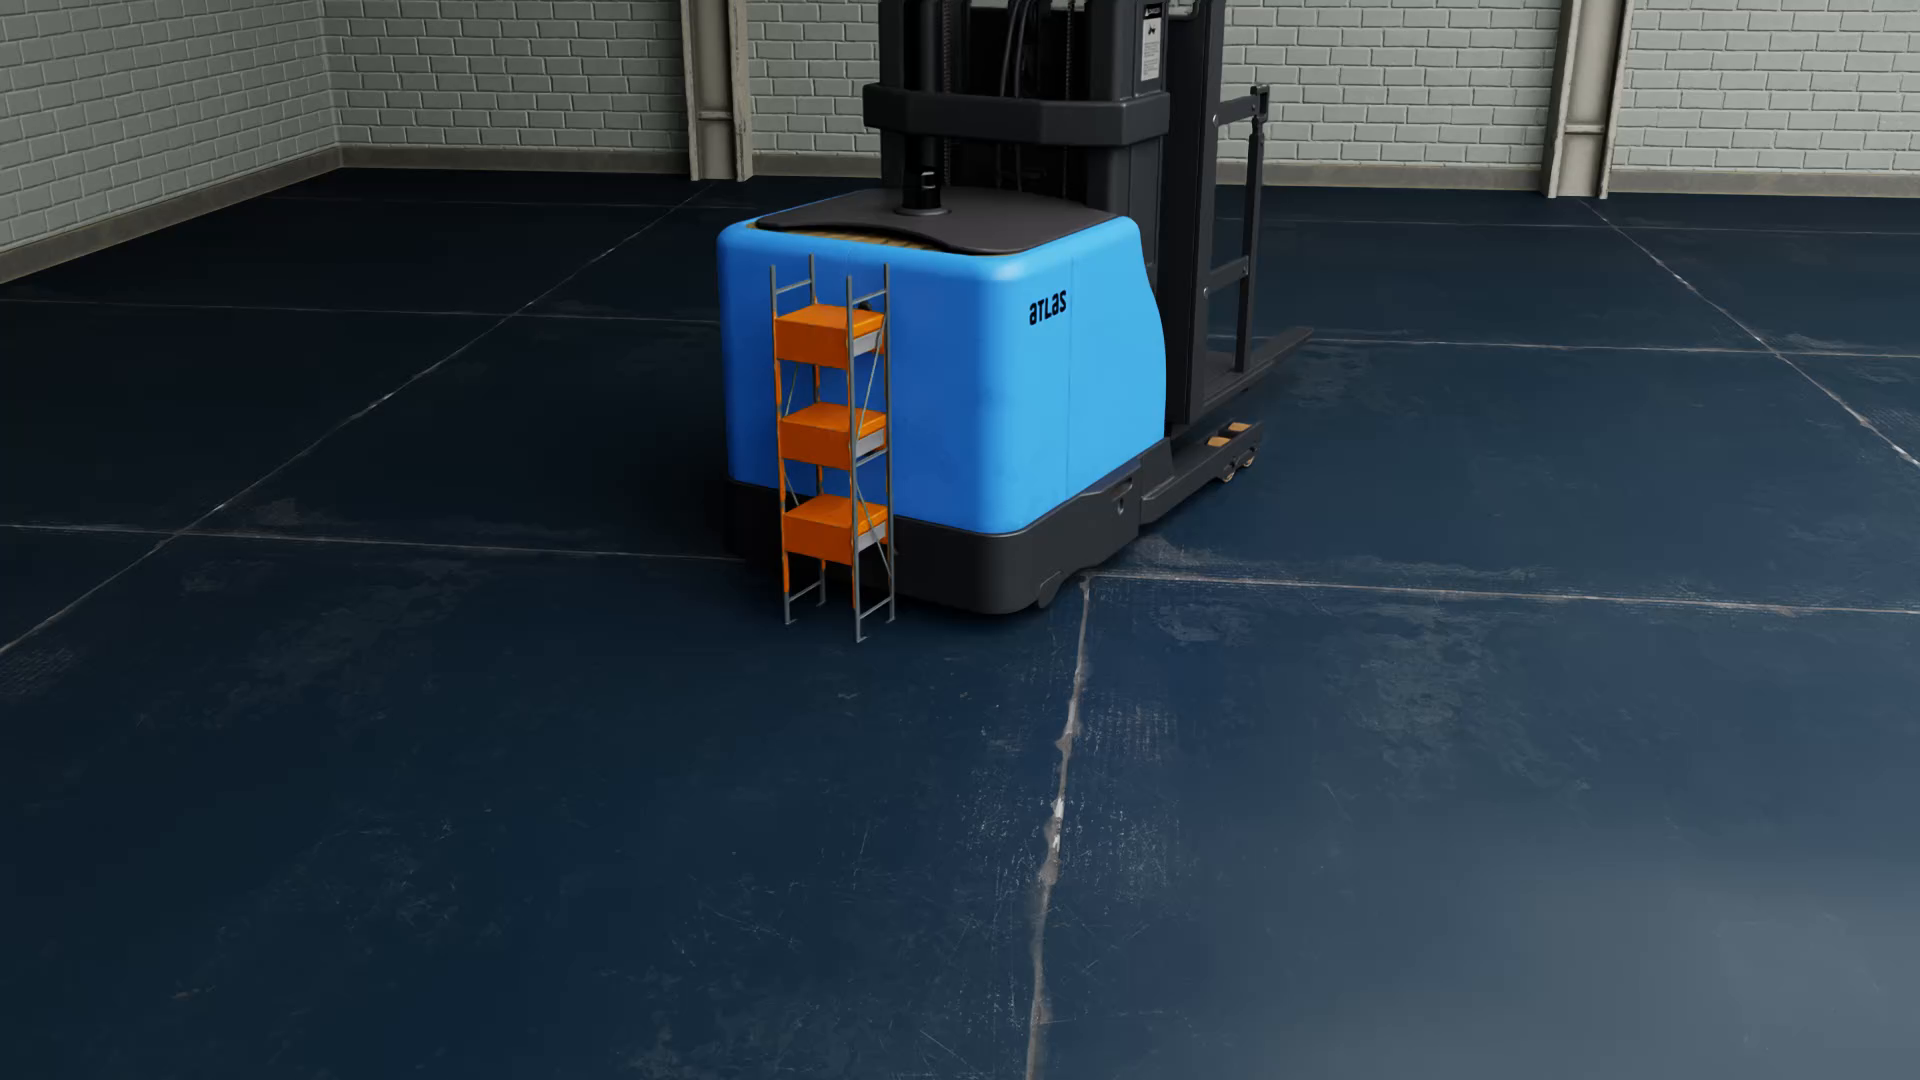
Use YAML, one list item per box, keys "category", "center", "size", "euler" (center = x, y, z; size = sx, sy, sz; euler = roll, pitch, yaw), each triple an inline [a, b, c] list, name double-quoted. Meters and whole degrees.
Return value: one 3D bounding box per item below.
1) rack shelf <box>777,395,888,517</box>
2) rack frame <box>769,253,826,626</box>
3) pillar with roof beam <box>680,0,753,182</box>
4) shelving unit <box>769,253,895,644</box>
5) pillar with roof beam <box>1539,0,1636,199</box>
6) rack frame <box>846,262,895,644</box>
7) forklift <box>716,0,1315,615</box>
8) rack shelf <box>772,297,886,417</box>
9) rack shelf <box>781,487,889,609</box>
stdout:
- category: "rack shelf"
  center: [-0.349, -0.239, 4.645]
  size: [0.240, 0.259, 0.215]
  euler: [12, 25, 28]
- category: "rack frame"
  center: [-0.455, -0.271, 4.698]
  size: [0.008, 1.050, 0.200]
  euler: [12, 25, 28]
- category: "pillar with roof beam"
  center: [-2.240, -5.257, 6.498]
  size: [0.400, 9.000, 9.100]
  euler: [2, 22, 6]
- category: "shelving unit"
  center: [-0.349, -0.249, 4.641]
  size: [0.252, 1.050, 0.215]
  euler: [12, 25, 28]
- category: "pillar with roof beam"
  center: [3.718, -4.998, 5.842]
  size: [0.400, 9.000, 9.100]
  euler: [2, 22, 6]
- category: "rack frame"
  center: [-0.243, -0.227, 4.585]
  size: [0.008, 1.050, 0.200]
  euler: [12, 25, 28]
- category: "forklift"
  center: [0.459, -1.647, 5.618]
  size: [1.130, 2.935, 3.031]
  euler: [12, 25, 28]
- category: "rack shelf"
  center: [-0.349, -0.503, 4.541]
  size: [0.240, 0.259, 0.215]
  euler: [12, 25, 28]
- category: "rack shelf"
  center: [-0.349, 0.019, 4.748]
  size: [0.240, 0.259, 0.215]
  euler: [12, 25, 28]
